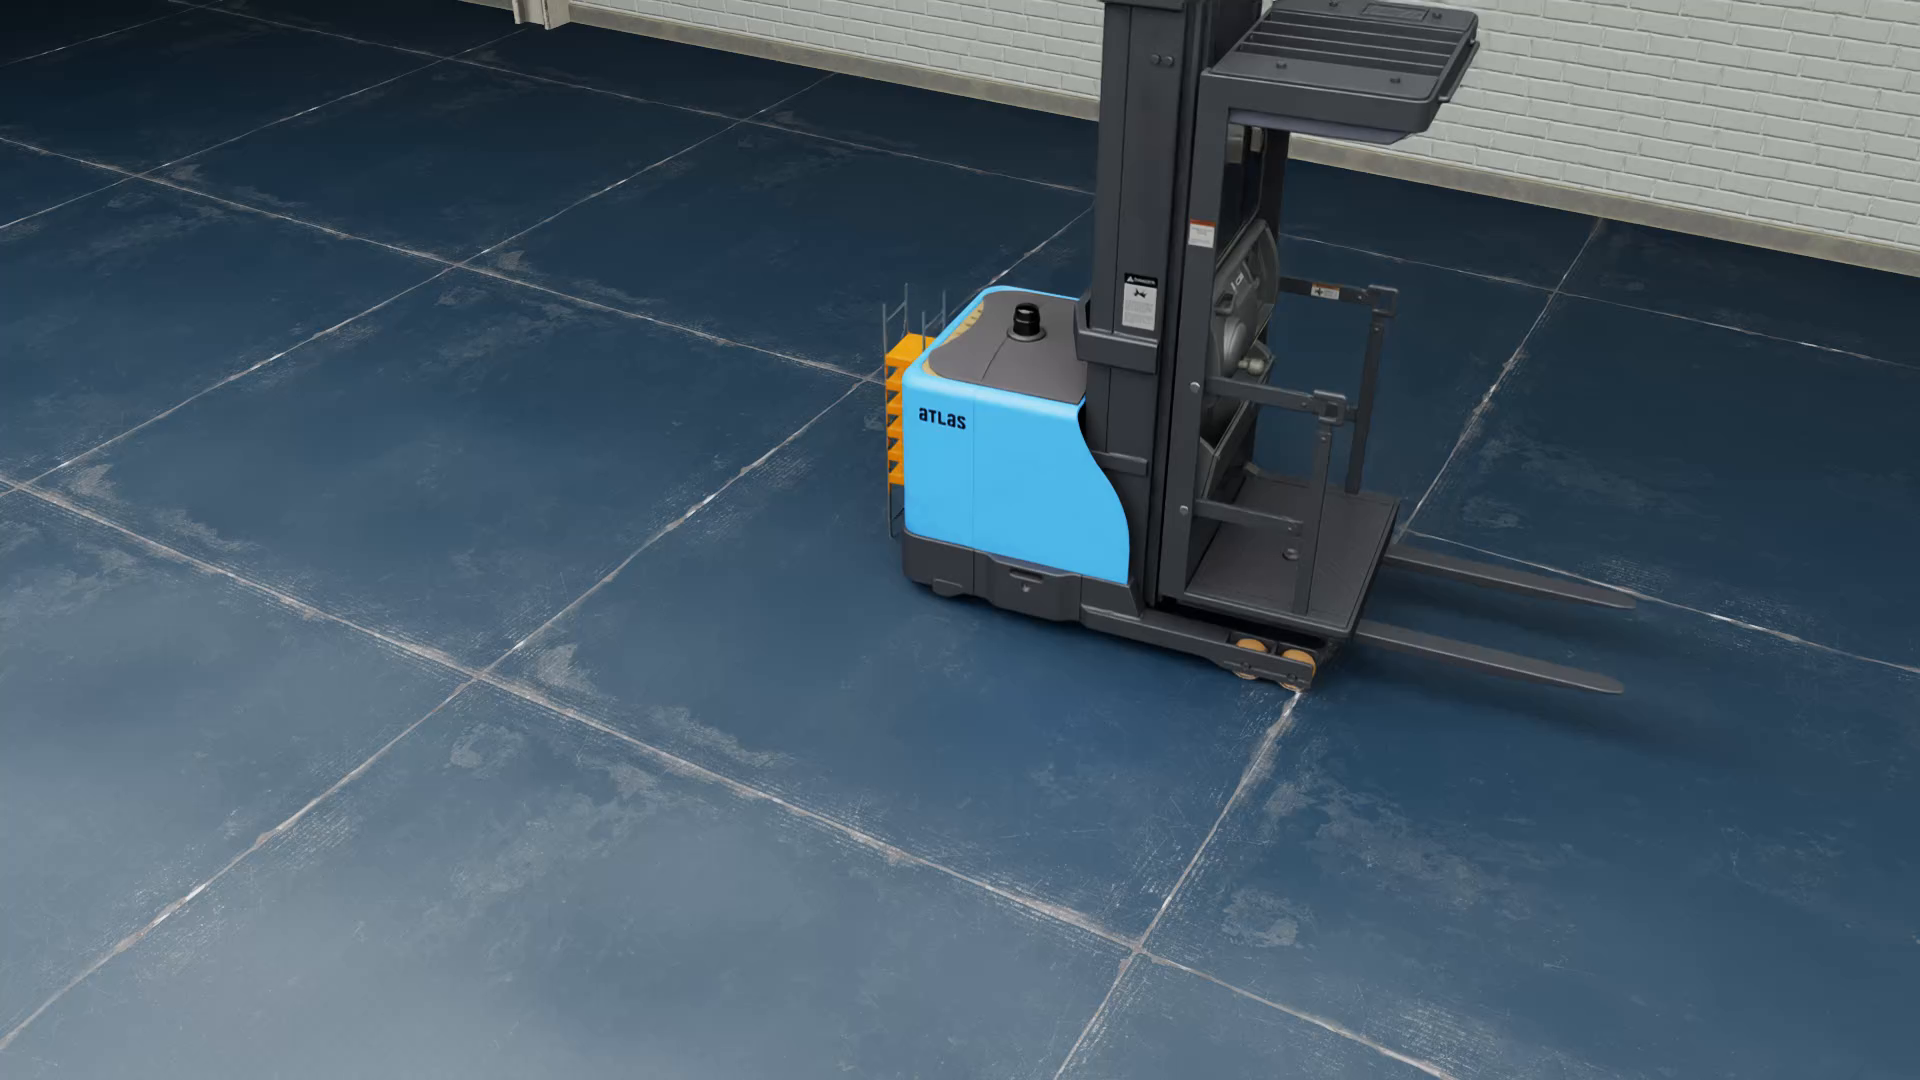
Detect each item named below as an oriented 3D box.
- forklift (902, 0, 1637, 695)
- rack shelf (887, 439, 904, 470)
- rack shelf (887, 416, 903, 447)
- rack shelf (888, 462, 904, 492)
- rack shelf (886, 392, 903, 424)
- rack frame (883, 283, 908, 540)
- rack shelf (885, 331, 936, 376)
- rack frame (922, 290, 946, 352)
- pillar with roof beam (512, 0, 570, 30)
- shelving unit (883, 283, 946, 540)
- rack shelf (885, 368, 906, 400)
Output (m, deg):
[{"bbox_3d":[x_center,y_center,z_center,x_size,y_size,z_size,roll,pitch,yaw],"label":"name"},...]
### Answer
[{"bbox_3d":[1.310,-0.937,6.513,3.031,2.935,1.130,13,36,19],"label":"forklift"},{"bbox_3d":[-0.195,-0.405,7.573,0.180,0.103,0.258,13,36,19],"label":"rack shelf"},{"bbox_3d":[-0.195,-0.505,7.507,0.180,0.103,0.258,13,36,19],"label":"rack shelf"},{"bbox_3d":[-0.195,-0.306,7.640,0.180,0.103,0.258,13,36,19],"label":"rack shelf"},{"bbox_3d":[-0.195,-0.605,7.440,0.180,0.103,0.258,13,36,19],"label":"rack shelf"},{"bbox_3d":[-0.279,-0.562,7.512,0.006,1.200,0.240,13,36,19],"label":"rack frame"},{"bbox_3d":[-0.195,-0.805,7.307,0.180,0.103,0.258,13,36,19],"label":"rack shelf"},{"bbox_3d":[-0.111,-0.522,7.452,0.006,1.200,0.240,13,36,19],"label":"rack frame"},{"bbox_3d":[-5.782,-6.214,8.963,0.400,9.000,9.100,18,37,24],"label":"pillar with roof beam"},{"bbox_3d":[-0.195,-0.542,7.482,0.189,1.200,0.258,13,36,19],"label":"shelving unit"},{"bbox_3d":[-0.195,-0.705,7.374,0.180,0.103,0.258,13,36,19],"label":"rack shelf"}]
